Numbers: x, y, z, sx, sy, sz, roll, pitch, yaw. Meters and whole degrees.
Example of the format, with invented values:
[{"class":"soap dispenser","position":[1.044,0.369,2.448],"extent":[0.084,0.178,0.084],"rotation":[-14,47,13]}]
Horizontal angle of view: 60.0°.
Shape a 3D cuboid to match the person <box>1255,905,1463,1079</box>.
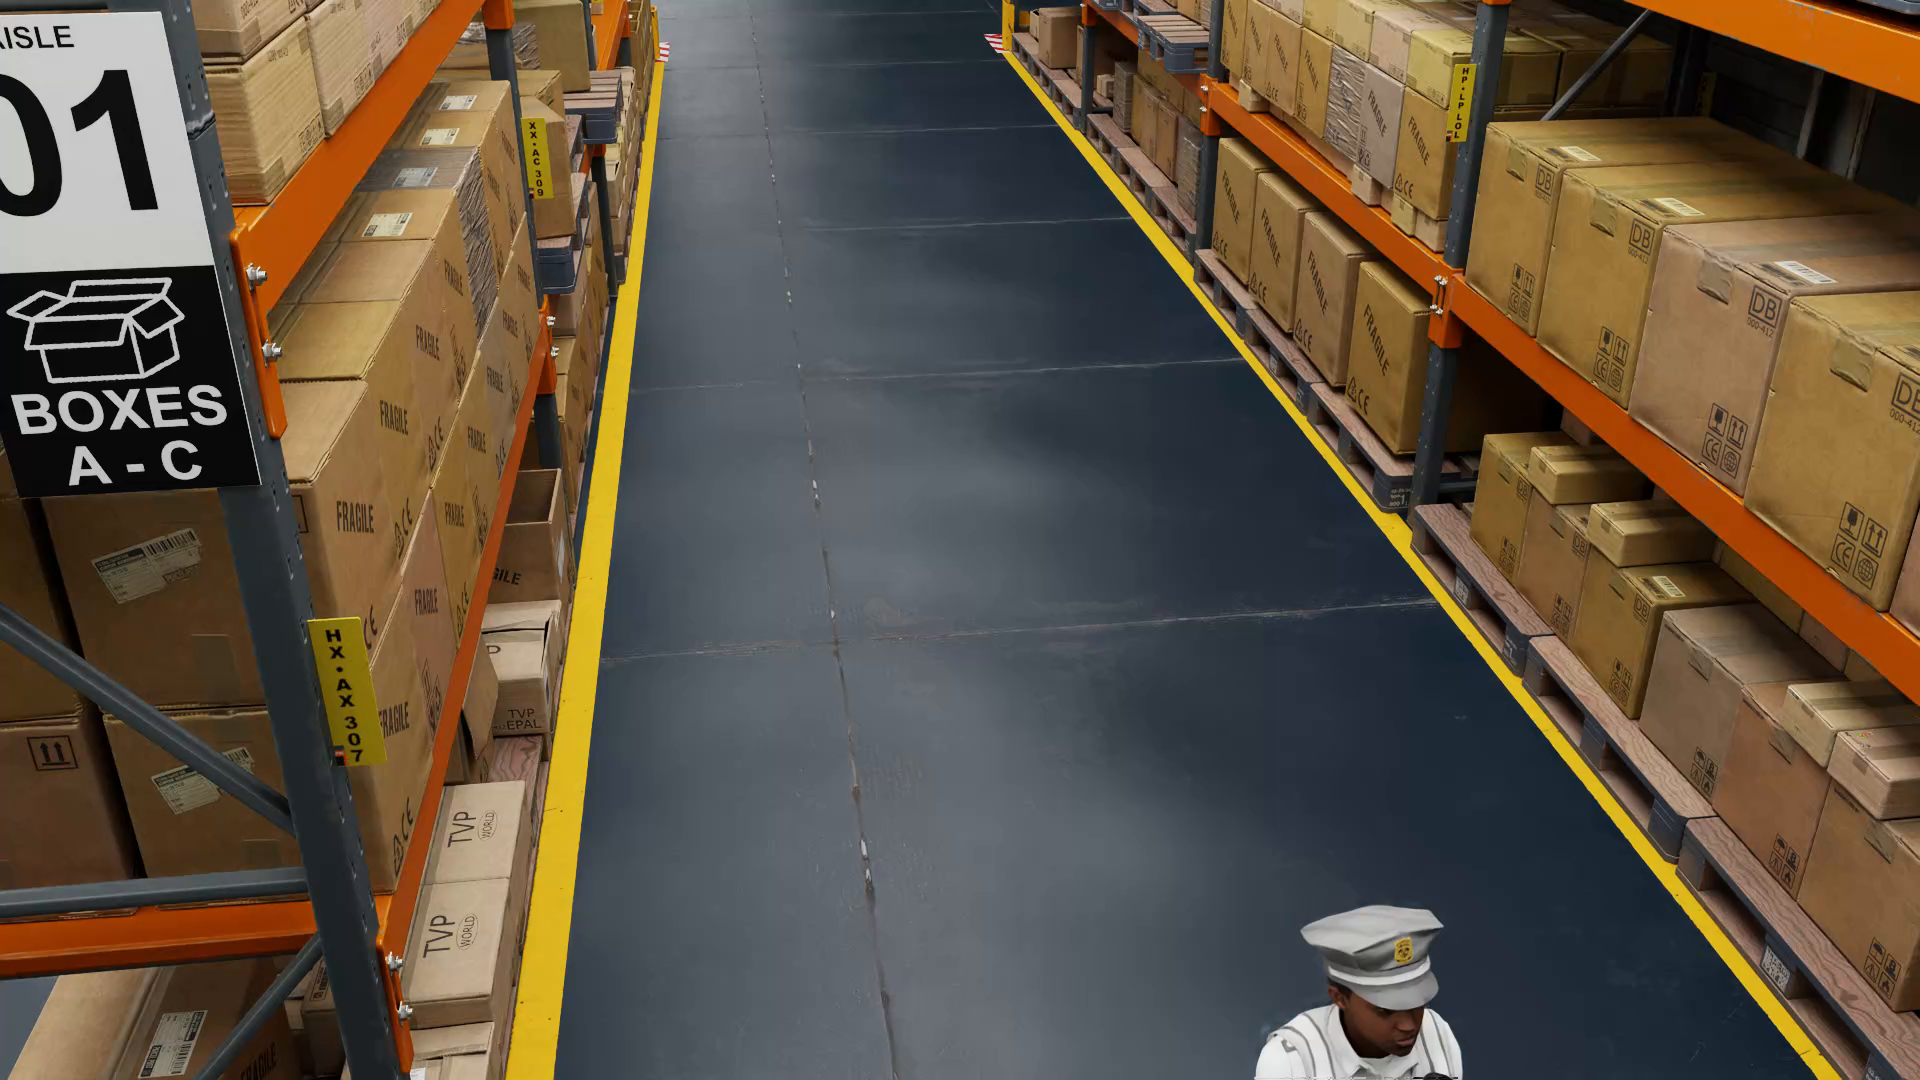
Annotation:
[{"class":"person","position":[0.764,1.418,3.326],"extent":[0.444,1.647,0.951],"rotation":[-4,28,-7]}]
